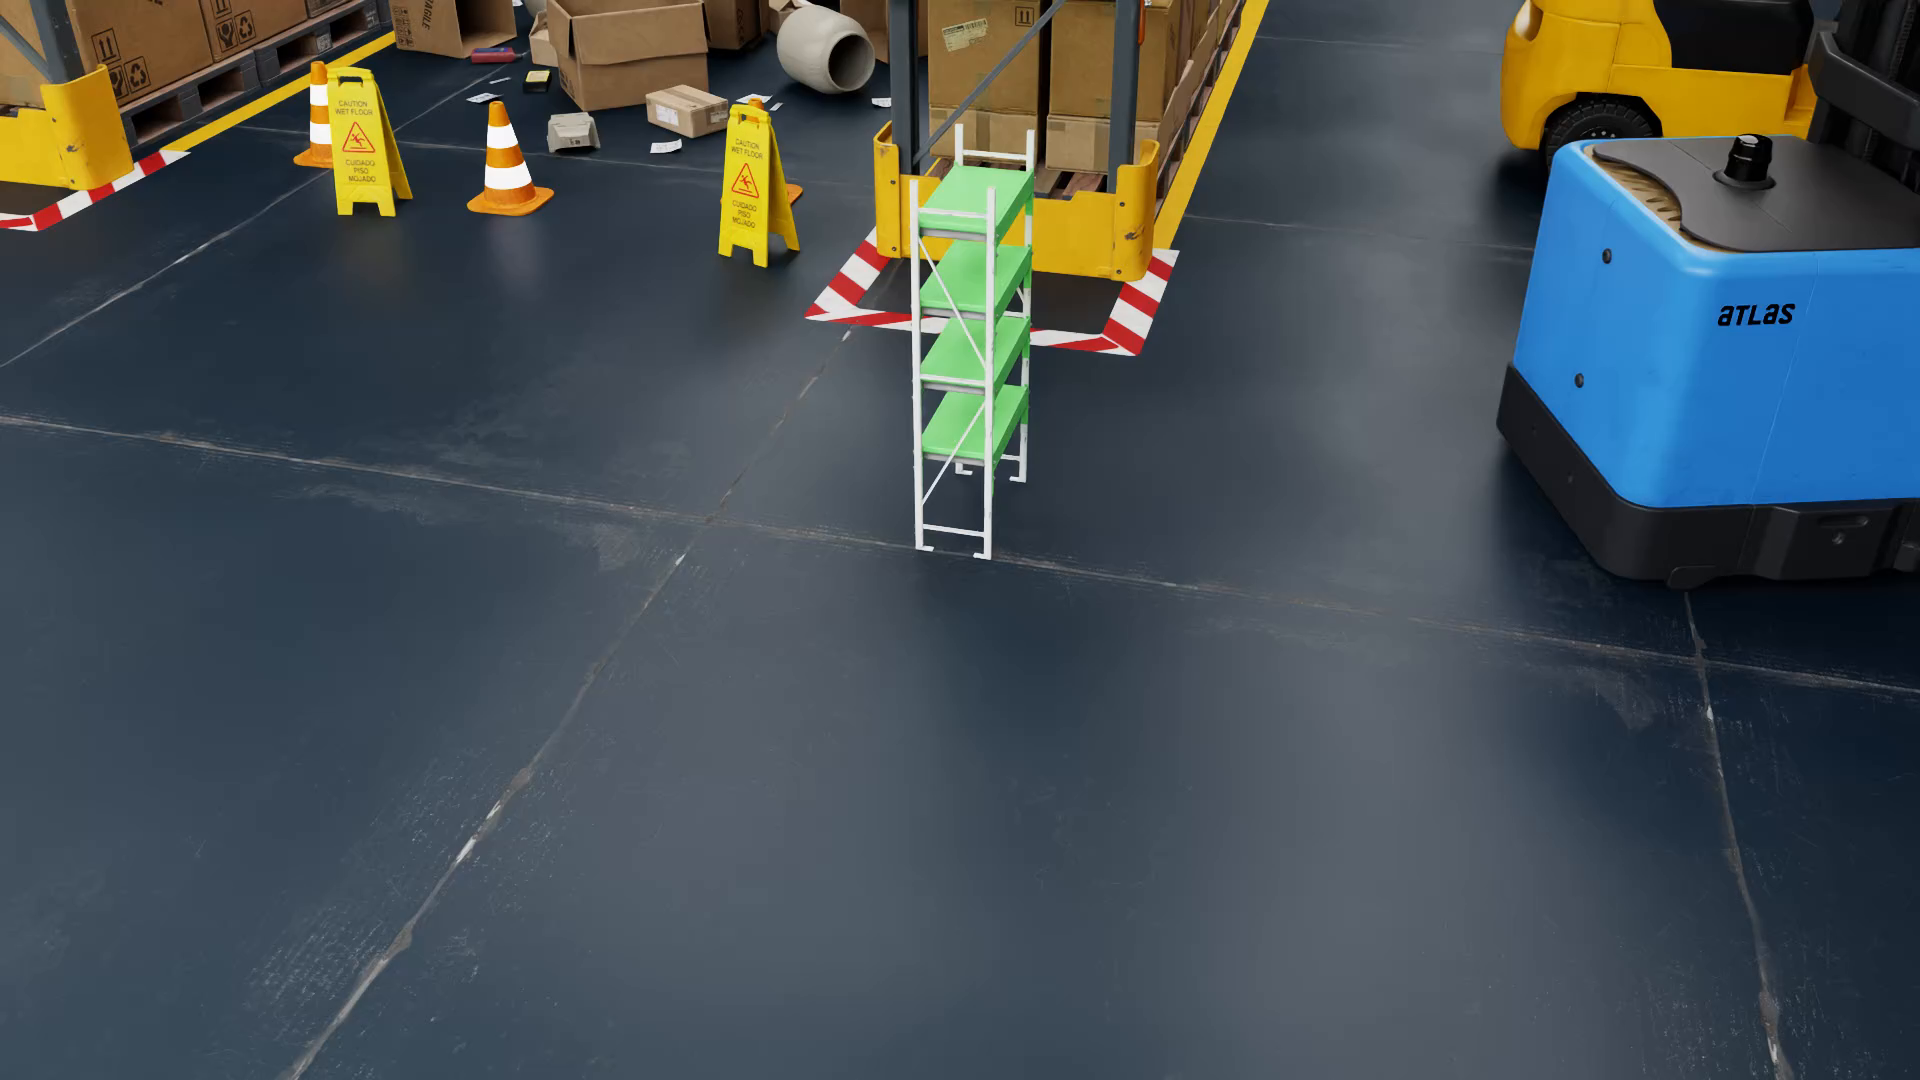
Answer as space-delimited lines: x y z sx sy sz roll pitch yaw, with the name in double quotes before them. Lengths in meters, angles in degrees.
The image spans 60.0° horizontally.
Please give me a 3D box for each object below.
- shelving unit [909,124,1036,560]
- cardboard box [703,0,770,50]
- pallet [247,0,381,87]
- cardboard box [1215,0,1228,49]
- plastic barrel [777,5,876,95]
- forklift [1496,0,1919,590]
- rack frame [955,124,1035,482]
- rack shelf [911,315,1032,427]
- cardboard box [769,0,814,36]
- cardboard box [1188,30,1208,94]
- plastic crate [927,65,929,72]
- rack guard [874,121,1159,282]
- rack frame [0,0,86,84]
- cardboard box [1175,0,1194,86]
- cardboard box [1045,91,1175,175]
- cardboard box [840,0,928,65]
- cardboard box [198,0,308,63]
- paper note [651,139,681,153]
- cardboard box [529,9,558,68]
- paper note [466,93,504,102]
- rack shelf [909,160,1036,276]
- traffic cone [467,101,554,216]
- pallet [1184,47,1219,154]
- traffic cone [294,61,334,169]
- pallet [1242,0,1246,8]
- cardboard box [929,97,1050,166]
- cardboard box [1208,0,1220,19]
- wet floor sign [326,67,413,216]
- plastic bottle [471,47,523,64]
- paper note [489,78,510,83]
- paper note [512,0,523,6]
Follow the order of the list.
"shelving unit" 0.042 -0.592 5.063 0.258 1.200 0.503 8 33 12
"cardboard box" -1.560 -3.213 9.708 0.797 0.637 0.503 8 33 12
"pallet" -4.161 -2.968 9.722 1.003 0.211 1.213 8 33 12
"cardboard box" 1.213 -2.938 9.247 0.500 0.250 0.500 7 33 11
"plastic barrel" -0.726 -2.657 9.035 0.421 0.421 0.512 -21 38 -29
"forklift" 3.392 -1.399 4.719 3.031 2.935 1.130 -3 33 -4
"rack frame" 0.104 -0.719 5.262 0.240 1.200 0.015 8 33 12
"rack shelf" 0.042 -0.538 5.098 0.258 0.148 0.480 8 33 12
"cardboard box" -1.054 -3.258 10.127 0.258 0.266 0.396 -14 35 -21
"cardboard box" 0.949 -2.413 8.421 0.500 0.250 0.500 10 34 16
"plastic crate" 0.037 -2.607 9.276 0.402 0.080 0.583 -3 33 -4
"rack guard" 0.233 -1.451 7.066 1.175 0.500 0.348 8 33 12
"rack frame" -4.600 -3.088 7.311 1.000 3.000 0.127 8 33 12
"cardboard box" 0.820 -2.465 7.804 0.500 0.500 0.500 7 33 11
"cardboard box" 0.686 -1.864 7.558 0.500 0.250 0.500 8 33 12
"cardboard box" -0.359 -3.117 9.685 0.500 0.500 0.500 -21 38 -29
"cardboard box" -4.270 -3.186 9.055 0.875 0.875 0.875 8 33 12
"paper note" -1.472 -1.975 8.328 0.148 0.019 0.142 -3 33 -4
"cardboard box" -2.239 -2.867 9.512 0.396 0.266 0.258 14 35 21
"paper note" -2.570 -2.395 8.991 0.144 0.017 0.142 20 38 29
"rack shelf" 0.042 -0.943 4.840 0.258 0.148 0.480 8 33 12
"traffic cone" -2.085 -1.769 7.602 0.336 0.463 0.334 8 33 12
"pallet" 0.785 -2.377 8.792 1.003 0.211 1.213 8 33 12
"traffic cone" -3.091 -2.100 8.121 0.336 0.463 0.334 8 33 12
"pallet" 1.425 -3.770 10.983 1.003 0.211 1.213 8 33 12
"cardboard box" 0.165 -1.952 7.696 0.500 0.250 0.500 8 33 12
"cardboard box" 1.083 -3.003 8.650 0.500 0.500 0.500 10 34 15
"wet floor sign" -2.692 -1.810 7.495 0.267 0.644 0.232 3 33 4
"plastic bottle" -2.665 -2.795 9.590 0.283 0.061 0.133 -3 33 -4
"paper note" -2.566 -2.561 9.269 0.032 0.001 0.123 28 42 36
"paper note" -2.879 -3.439 10.630 0.147 0.020 0.142 -14 35 -21
